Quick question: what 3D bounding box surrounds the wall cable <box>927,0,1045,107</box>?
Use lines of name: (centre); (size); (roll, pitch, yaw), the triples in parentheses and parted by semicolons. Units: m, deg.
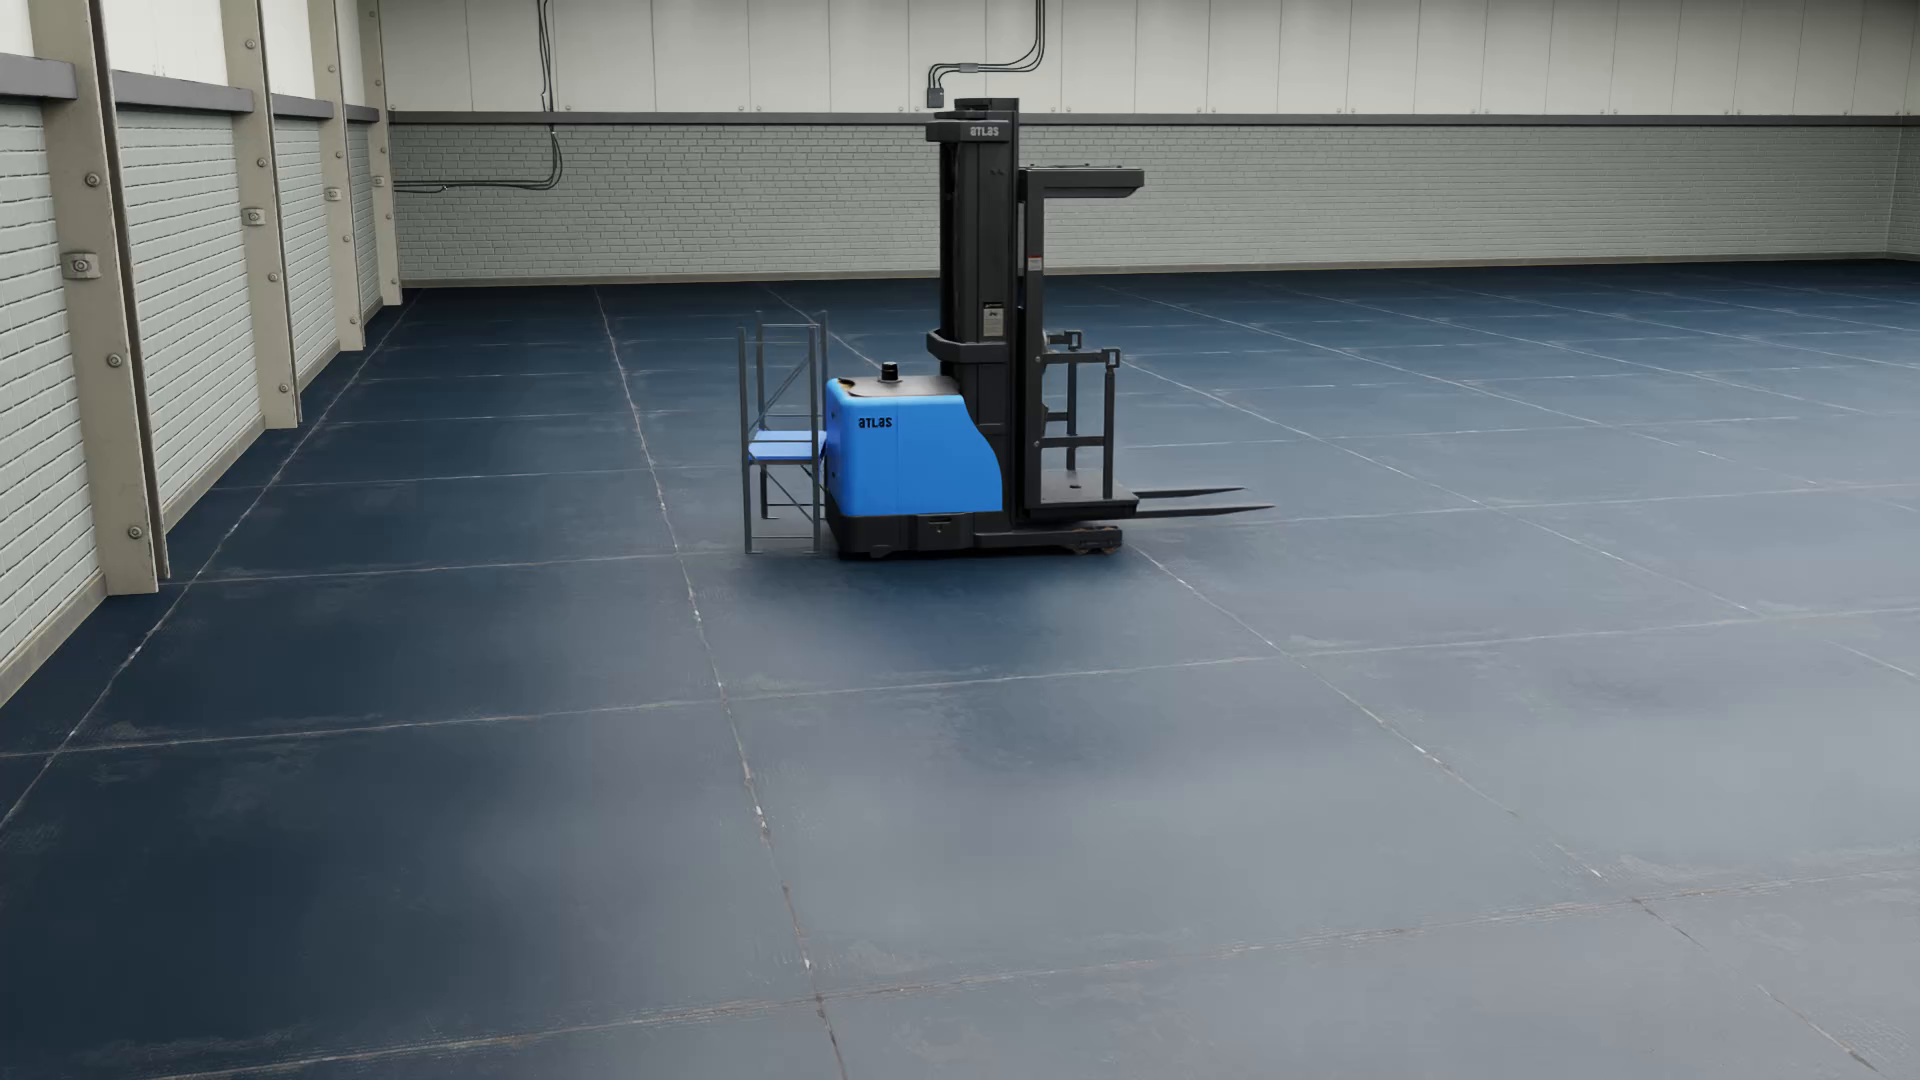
wall cable: (0.512, -11.172, 31.028); (2.305, 6.003, 0.169); (-3, 14, -13)

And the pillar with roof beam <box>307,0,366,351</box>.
pillar with roof beam: (-3.719, -7.097, 21.514); (9.100, 9.000, 0.400); (-3, 14, -13)

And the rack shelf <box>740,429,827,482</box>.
rack shelf: (-1.184, -0.589, 11.434); (0.538, 0.185, 1.000); (0, 14, -1)

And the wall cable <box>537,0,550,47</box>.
wall cable: (-6.090, -10.090, 29.667); (3.097, 2.526, 0.112); (-3, 14, -13)

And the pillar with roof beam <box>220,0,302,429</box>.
pillar with roof beam: (-2.310, -5.713, 15.848); (9.100, 9.000, 0.400); (-3, 14, -13)

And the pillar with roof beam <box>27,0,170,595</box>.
pillar with roof beam: (-0.901, -4.328, 10.183); (9.100, 9.000, 0.400); (-3, 14, -13)

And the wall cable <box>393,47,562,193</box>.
wall cable: (-8.719, -7.486, 29.649); (3.097, 2.526, 0.112); (-3, 14, -13)

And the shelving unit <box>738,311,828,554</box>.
shelving unit: (-1.184, -0.763, 11.391); (0.538, 1.500, 1.048); (0, 14, -1)

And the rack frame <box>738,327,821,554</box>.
rack frame: (-1.180, -0.643, 10.897); (0.500, 1.500, 0.032); (0, 14, -1)

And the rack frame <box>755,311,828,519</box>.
rack frame: (-1.189, -0.884, 11.885); (0.500, 1.500, 0.032); (0, 14, -1)

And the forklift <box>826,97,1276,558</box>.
forklift: (0.628, -1.455, 11.205); (3.031, 2.935, 1.130); (-3, 14, -10)

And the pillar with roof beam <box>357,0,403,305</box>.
pillar with roof beam: (-5.128, -8.481, 27.180); (9.100, 9.000, 0.400); (-3, 14, -13)
